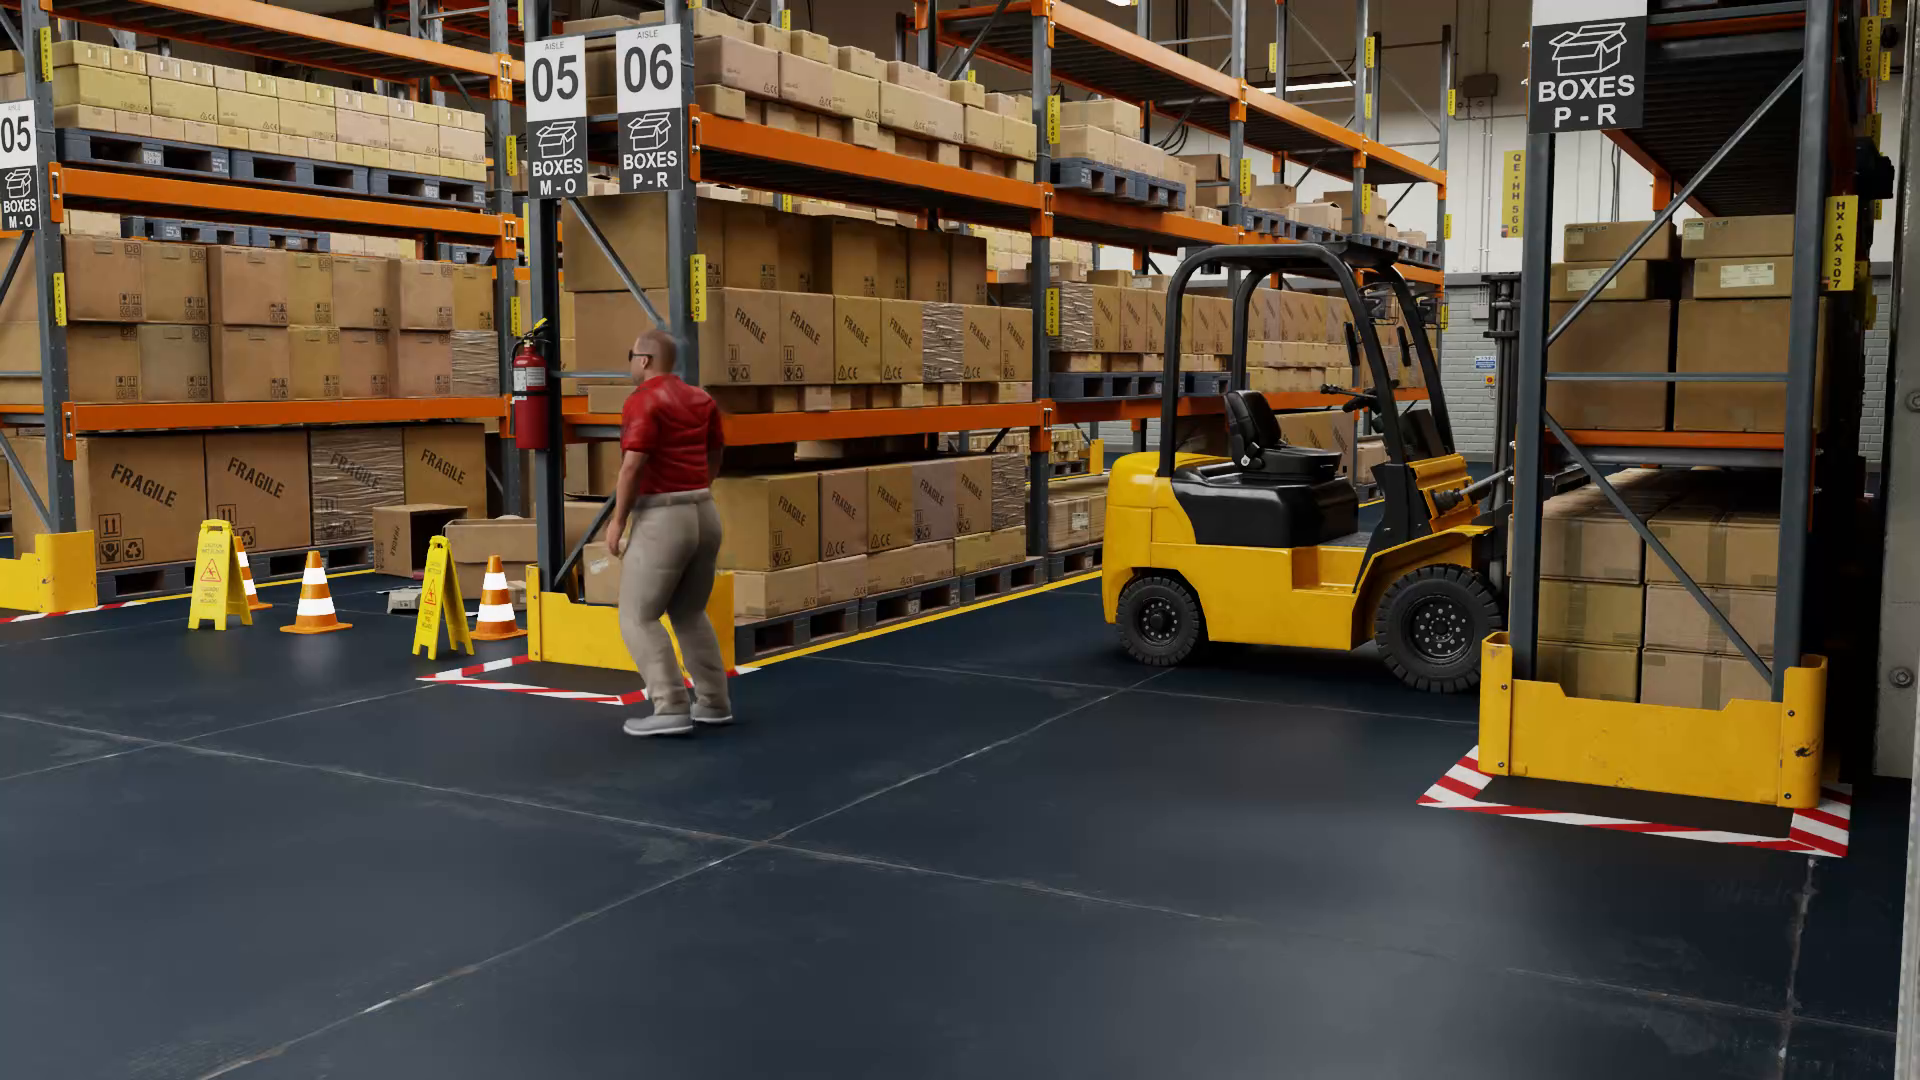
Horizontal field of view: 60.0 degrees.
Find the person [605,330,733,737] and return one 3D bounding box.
[{"bbox_3d":[-1.250,-0.038,7.094,0.450,1.703,0.629,3,7,30],"label":"person"}]
